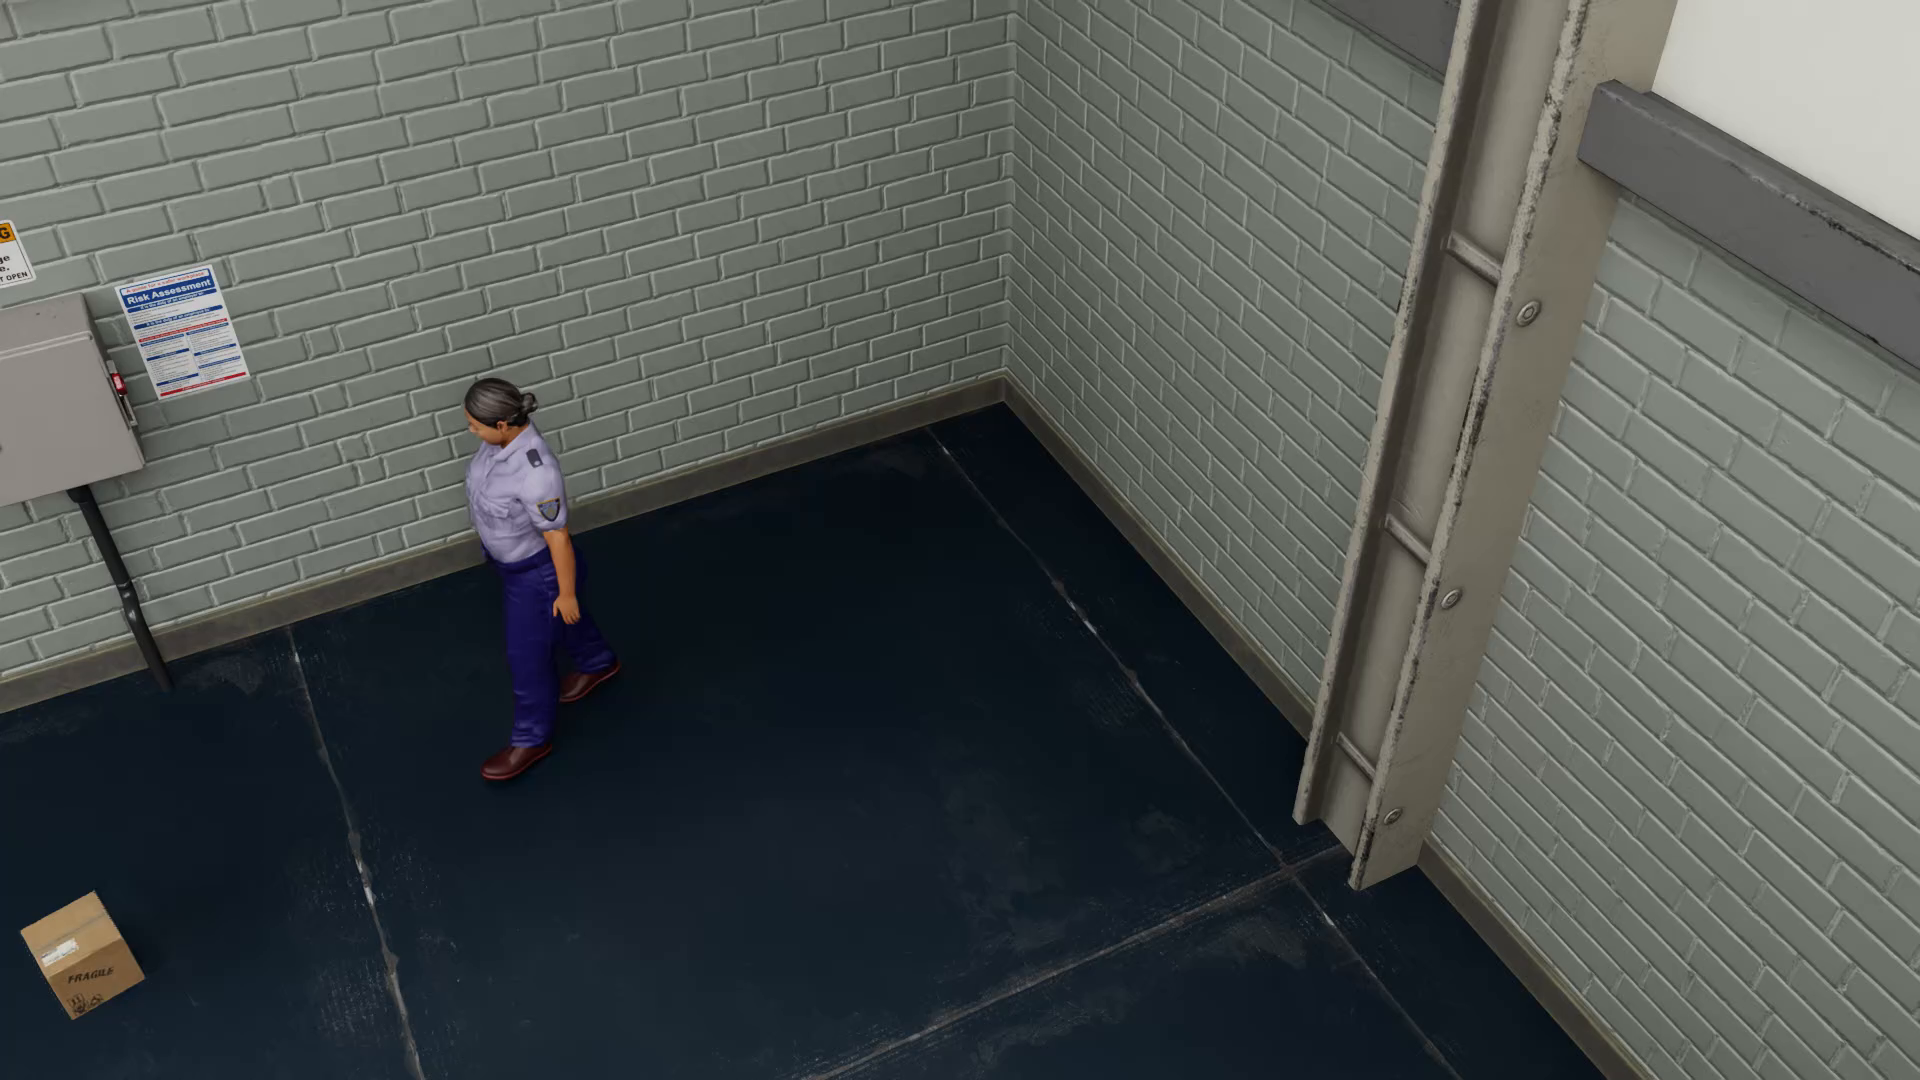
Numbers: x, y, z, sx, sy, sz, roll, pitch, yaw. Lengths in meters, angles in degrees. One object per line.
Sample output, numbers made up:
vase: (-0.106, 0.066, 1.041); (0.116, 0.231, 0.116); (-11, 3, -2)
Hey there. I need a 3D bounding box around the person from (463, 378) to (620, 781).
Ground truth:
person: (-1.612, 0.108, 6.040); (0.680, 1.634, 0.507); (-22, 46, -23)
